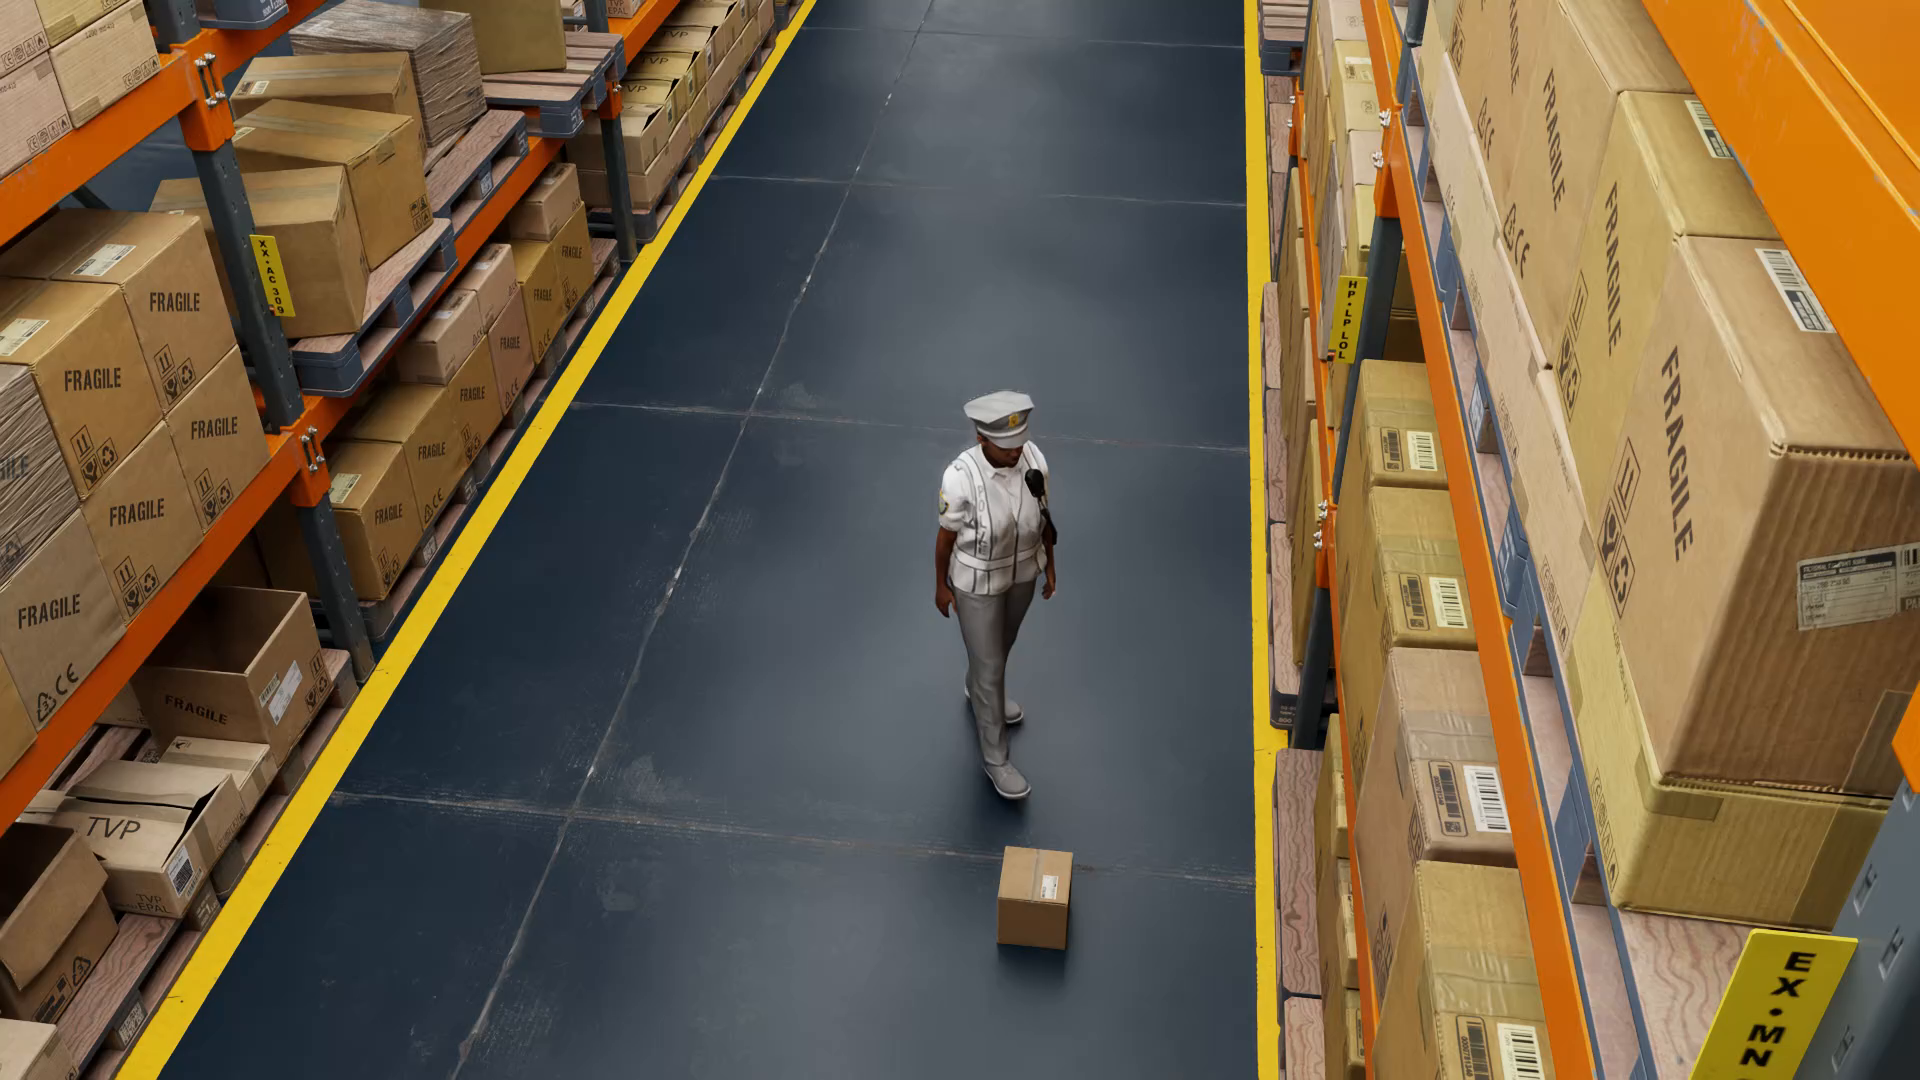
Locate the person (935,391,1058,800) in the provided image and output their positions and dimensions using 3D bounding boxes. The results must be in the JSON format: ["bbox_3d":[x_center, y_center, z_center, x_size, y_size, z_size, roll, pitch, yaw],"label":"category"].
[{"bbox_3d":[0.197,0.178,6.388,0.471,1.654,0.711,-21,41,-25],"label":"person"}]
